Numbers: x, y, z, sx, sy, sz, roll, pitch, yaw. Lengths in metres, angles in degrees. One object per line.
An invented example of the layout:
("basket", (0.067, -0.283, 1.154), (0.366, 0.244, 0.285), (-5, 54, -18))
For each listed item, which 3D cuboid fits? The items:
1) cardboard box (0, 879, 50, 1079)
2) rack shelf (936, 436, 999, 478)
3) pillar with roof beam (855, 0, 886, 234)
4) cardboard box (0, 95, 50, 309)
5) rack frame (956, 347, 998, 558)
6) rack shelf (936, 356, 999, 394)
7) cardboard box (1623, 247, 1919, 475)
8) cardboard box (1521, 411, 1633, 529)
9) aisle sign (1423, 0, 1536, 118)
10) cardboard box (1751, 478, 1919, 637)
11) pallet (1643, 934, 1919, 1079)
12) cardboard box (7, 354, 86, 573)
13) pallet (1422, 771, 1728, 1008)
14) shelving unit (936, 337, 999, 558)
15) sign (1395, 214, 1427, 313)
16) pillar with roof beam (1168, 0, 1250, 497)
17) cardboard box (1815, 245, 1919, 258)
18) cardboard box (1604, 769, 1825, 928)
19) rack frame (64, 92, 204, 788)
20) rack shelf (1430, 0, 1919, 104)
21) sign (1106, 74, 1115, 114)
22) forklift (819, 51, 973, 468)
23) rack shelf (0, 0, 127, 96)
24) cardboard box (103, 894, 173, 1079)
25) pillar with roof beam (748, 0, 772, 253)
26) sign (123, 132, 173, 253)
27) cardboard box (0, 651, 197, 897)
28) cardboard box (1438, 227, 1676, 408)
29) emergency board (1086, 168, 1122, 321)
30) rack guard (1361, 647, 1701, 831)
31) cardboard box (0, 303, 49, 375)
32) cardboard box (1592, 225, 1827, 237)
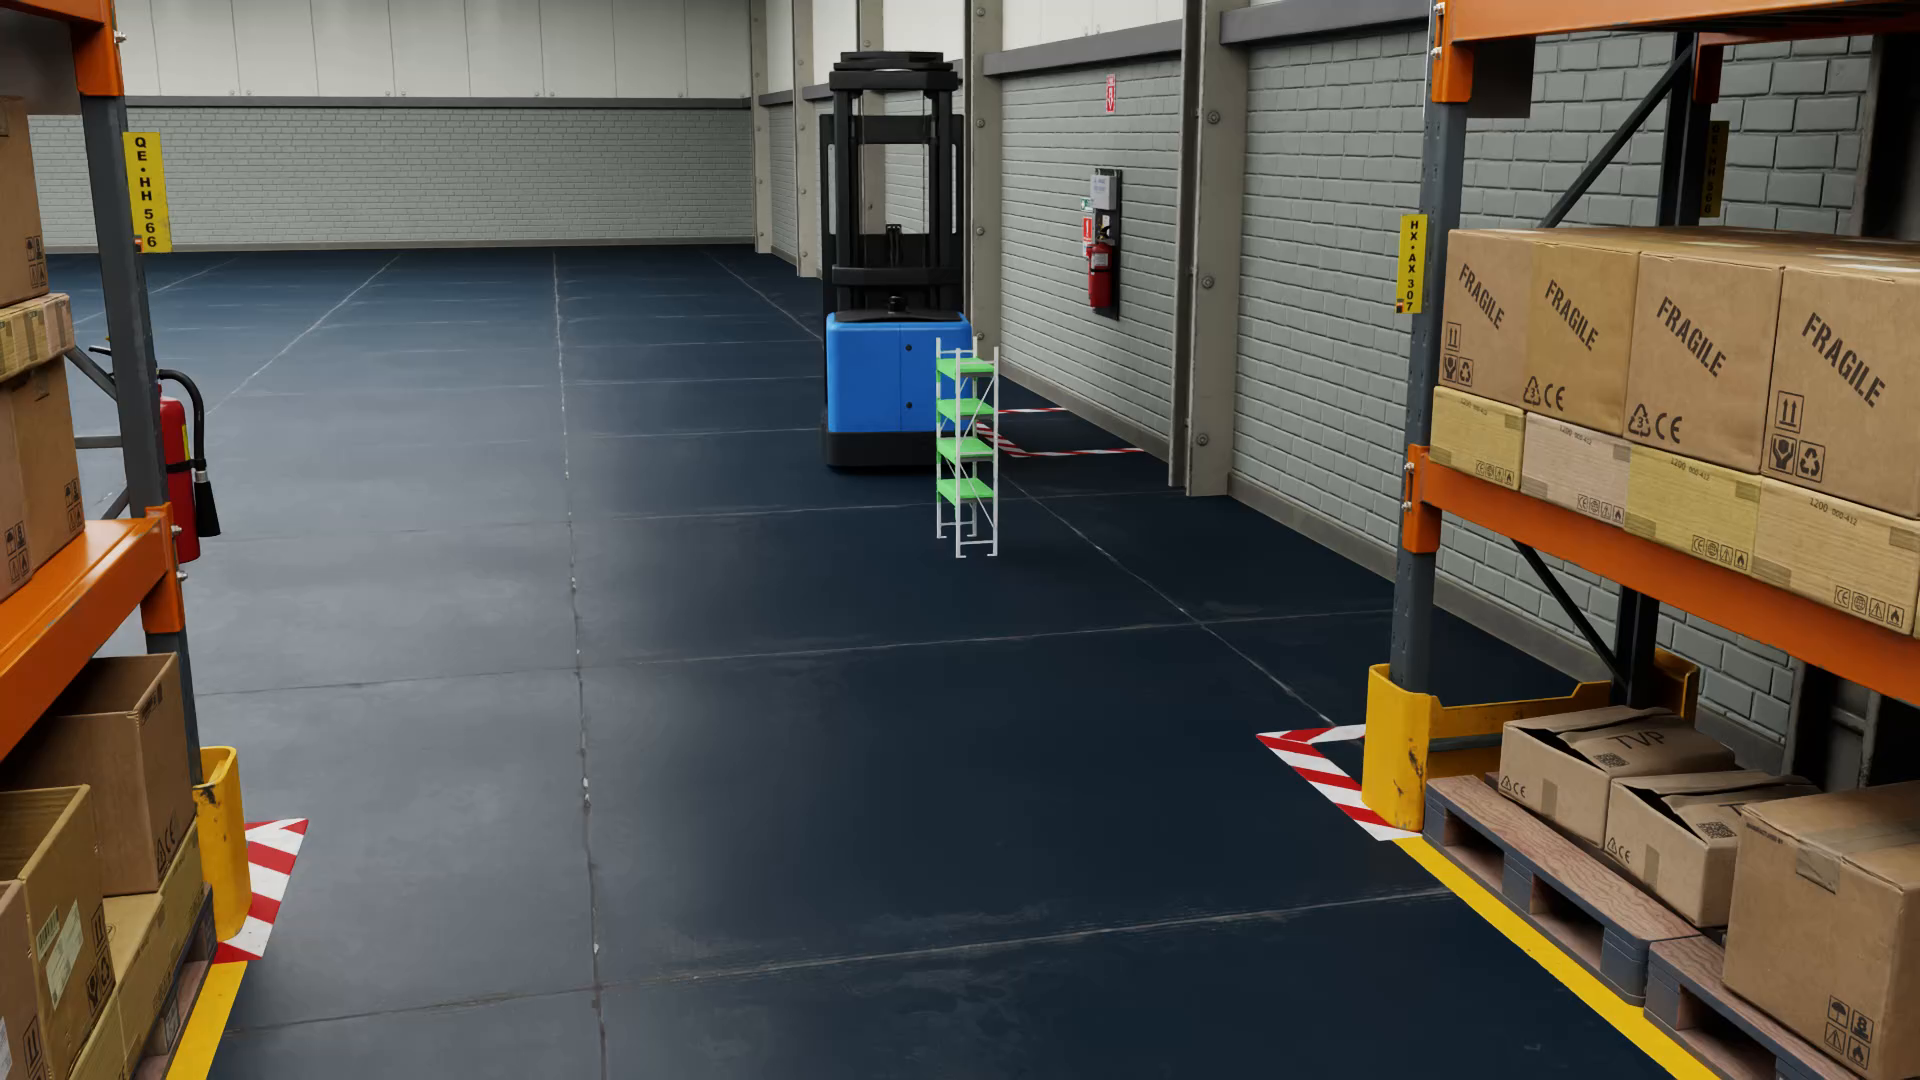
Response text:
("cardboard box", (-1.996, 0.966, 2.982), (0.500, 0.500, 0.500), (-3, 14, -13))
("rack shelf", (0.039, -0.483, 9.644), (0.258, 0.148, 0.480), (-3, 14, -13))
("pillar with roof beam", (-5.369, -7.244, 20.618), (9.100, 9.000, 0.400), (-3, 14, -13))
("cardboard box", (-2.667, -0.812, 3.986), (0.700, 0.500, 0.500), (-3, 14, -13))
("rack frame", (0.096, -0.488, 9.398), (0.240, 1.200, 0.015), (-3, 14, -13))
("rack shelf", (0.039, -0.949, 9.530), (0.258, 0.148, 0.480), (-3, 14, -13))
("cardboard box", (2.079, -0.471, 4.228), (0.500, 0.500, 0.500), (-4, 14, -15))
("cardboard box", (1.980, -0.218, 4.775), (0.500, 0.250, 0.500), (-4, 14, -15))
("aisle sign", (1.729, -1.794, 5.471), (0.394, 0.787, 0.004), (-3, 14, -13))
("cardboard box", (2.210, 0.016, 3.814), (0.500, 0.250, 0.500), (-3, 14, -13))
("pallet", (2.495, 1.312, 4.114), (1.003, 0.211, 1.213), (-3, 14, -13))
("cardboard box", (-2.679, -0.194, 4.190), (0.700, 0.500, 0.500), (-3, 14, -13))
("pallet", (2.212, 1.031, 5.264), (1.003, 0.211, 1.213), (-3, 14, -13))
("shelving unit", (0.039, -0.545, 9.628), (0.258, 1.200, 0.503), (-3, 14, -13))
("sign", (1.510, -0.921, 5.553), (0.100, 0.325, 0.005), (-3, 14, -13))
("pillar with roof beam", (-2.551, -4.476, 9.287), (9.100, 9.000, 0.400), (-3, 14, -13))
("cardboard box", (2.589, -0.499, 4.345), (0.500, 0.500, 0.500), (-4, 14, -15))
("cardboard box", (2.247, 0.858, 4.834), (0.500, 0.311, 0.500), (-2, 14, -9))
("rack frame", (-2.777, -0.254, 4.646), (1.000, 3.000, 0.127), (-3, 14, -13))
("rack shelf", (2.507, -1.177, 3.620), (1.077, 0.370, 4.000), (-3, 14, -13))
("sign", (1.186, -3.507, 13.079), (0.001, 0.298, 0.199), (-3, 14, -13))
("forklift", (-0.531, -2.240, 12.919), (1.130, 2.935, 3.031), (-1, 14, -4))
("rack shelf", (-2.307, -0.900, 2.487), (1.077, 0.370, 4.000), (-3, 14, -13))
("cardboard box", (-2.234, 1.100, 4.014), (0.500, 0.250, 0.500), (-3, 14, -13))
("pillar with roof beam", (-8.187, -10.013, 31.950), (9.100, 9.000, 0.400), (-3, 14, -13))
("sign", (-2.246, -0.958, 4.591), (0.100, 0.325, 0.005), (-3, 14, -13))
("cardboard box", (-2.361, 0.621, 4.395), (0.500, 0.500, 0.500), (-3, 14, -13))
("cardboard box", (1.858, -0.705, 5.187), (0.500, 0.500, 0.500), (-3, 14, -13))
("emergency board", (1.091, -2.374, 13.324), (0.194, 1.169, 0.643), (-3, 14, -13))
("rack guard", (2.056, 0.701, 6.004), (1.175, 0.500, 0.348), (-3, 14, -13))
("cardboard box", (-2.439, -0.480, 3.993), (0.380, 0.149, 0.250), (-3, 14, -12))
("cardboard box", (2.355, -0.735, 5.309), (0.500, 0.500, 0.500), (-3, 14, -14))
